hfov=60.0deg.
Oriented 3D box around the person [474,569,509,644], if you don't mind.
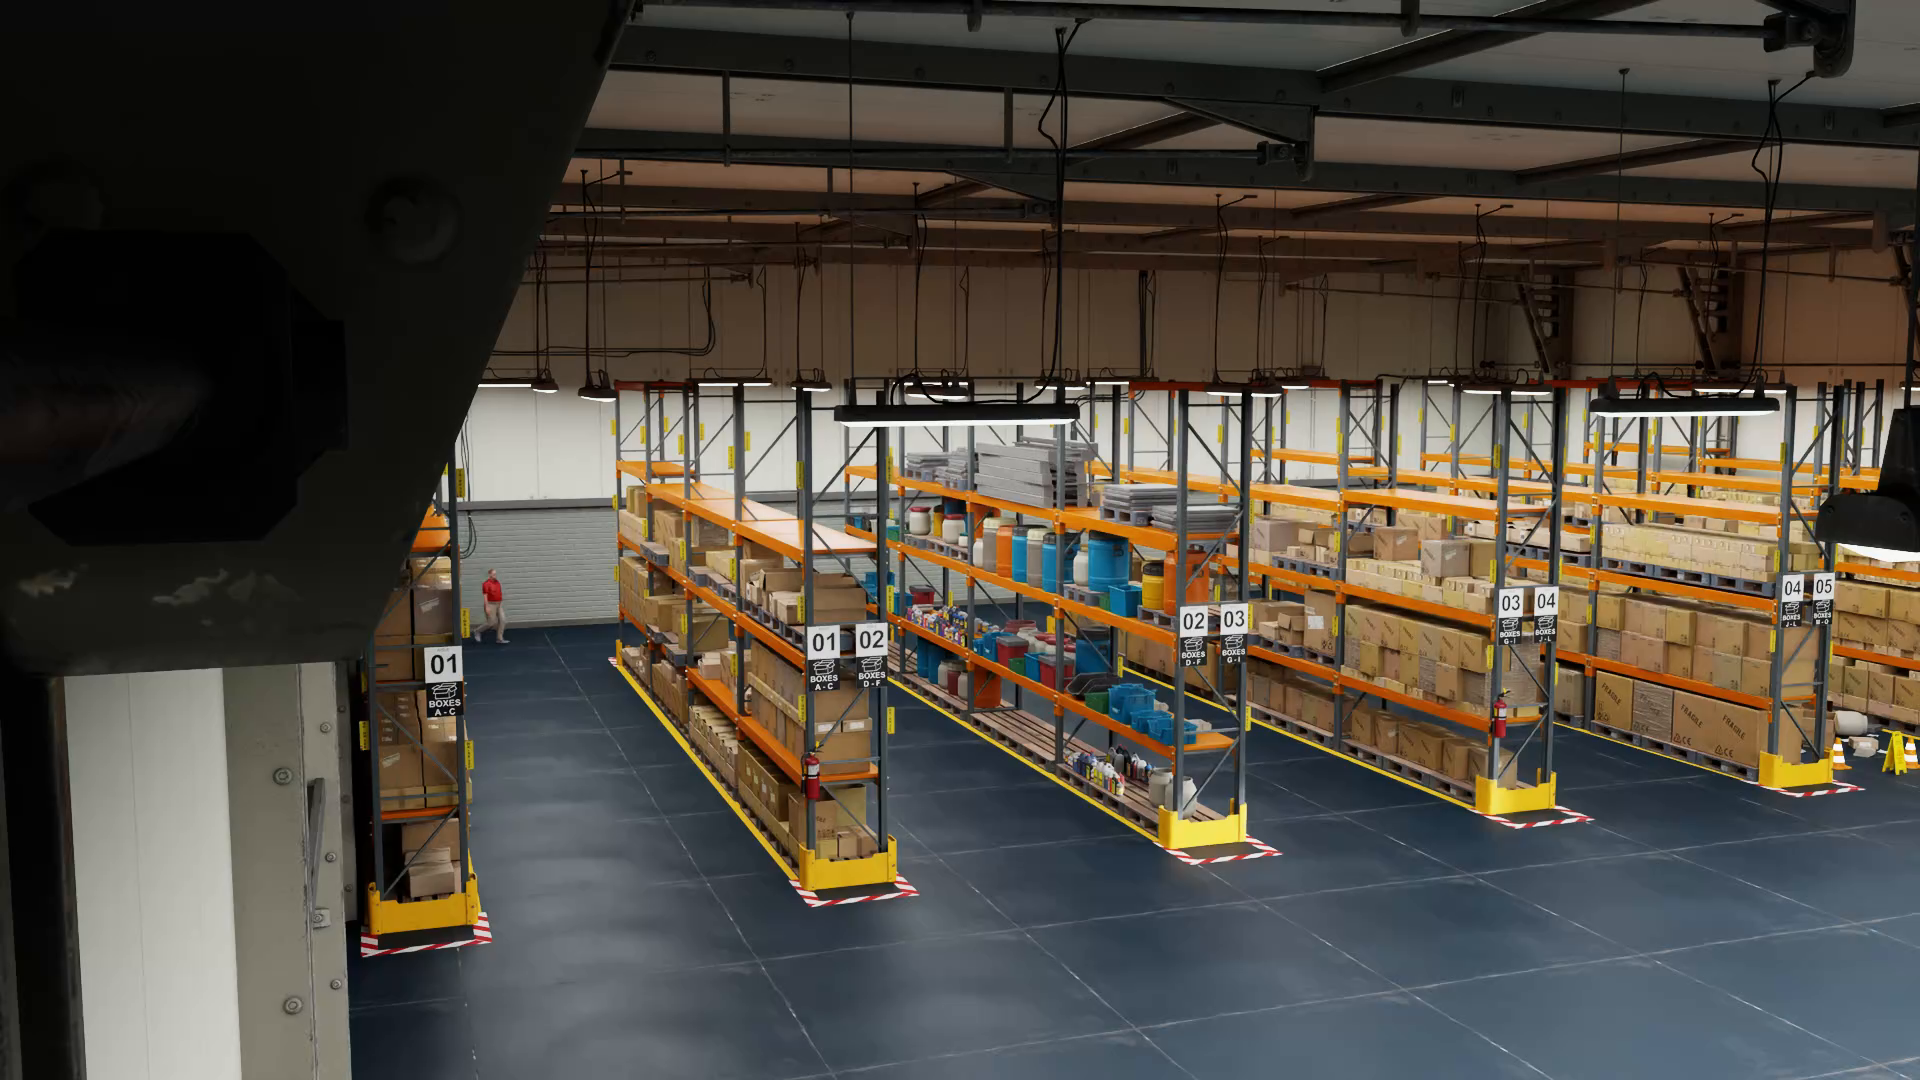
[{"bbox_3d":[-10.601,1.501,37.644,0.739,1.695,0.600,2,6,19],"label":"person"}]
